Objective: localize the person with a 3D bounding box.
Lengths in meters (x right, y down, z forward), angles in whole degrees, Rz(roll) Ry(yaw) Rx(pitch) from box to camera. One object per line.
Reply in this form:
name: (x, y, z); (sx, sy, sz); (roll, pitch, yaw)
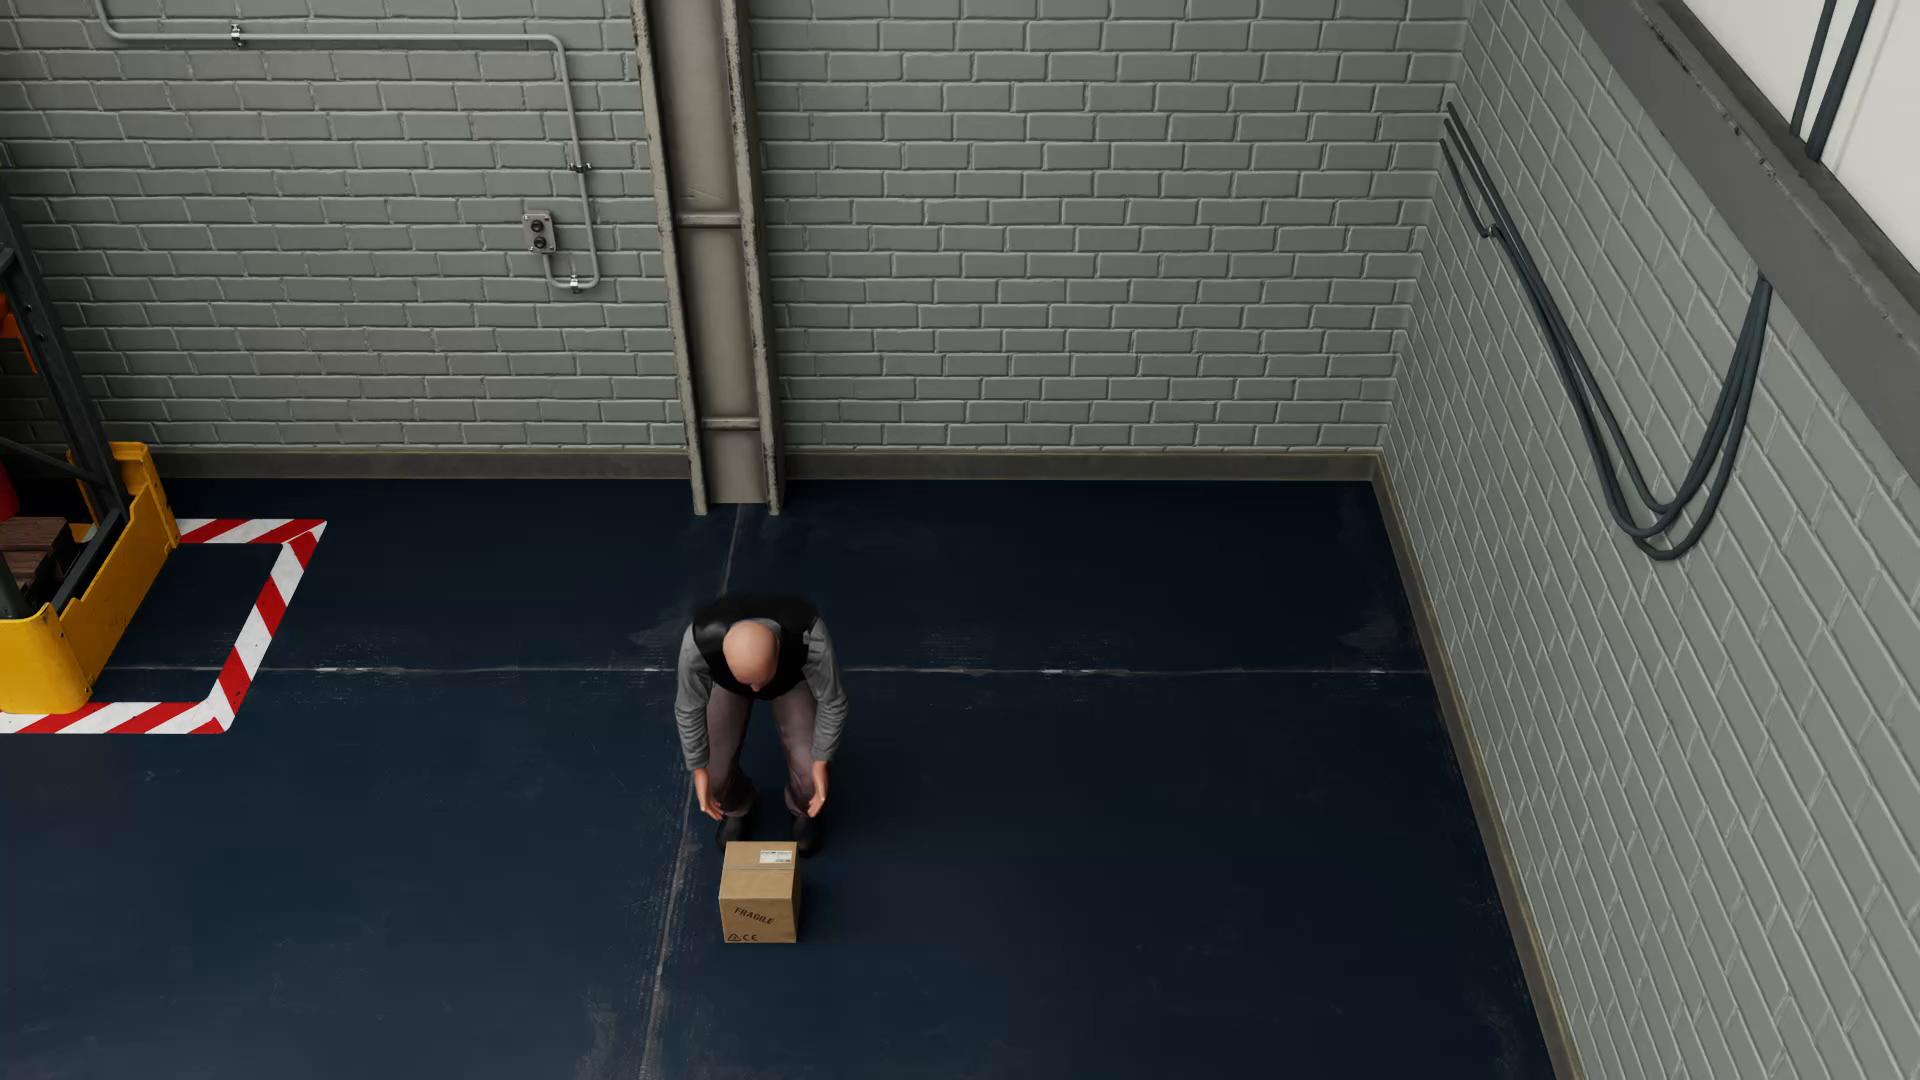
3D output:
person: (-0.668, 0.591, 5.800); (0.587, 1.285, 0.771); (0, 39, 0)
